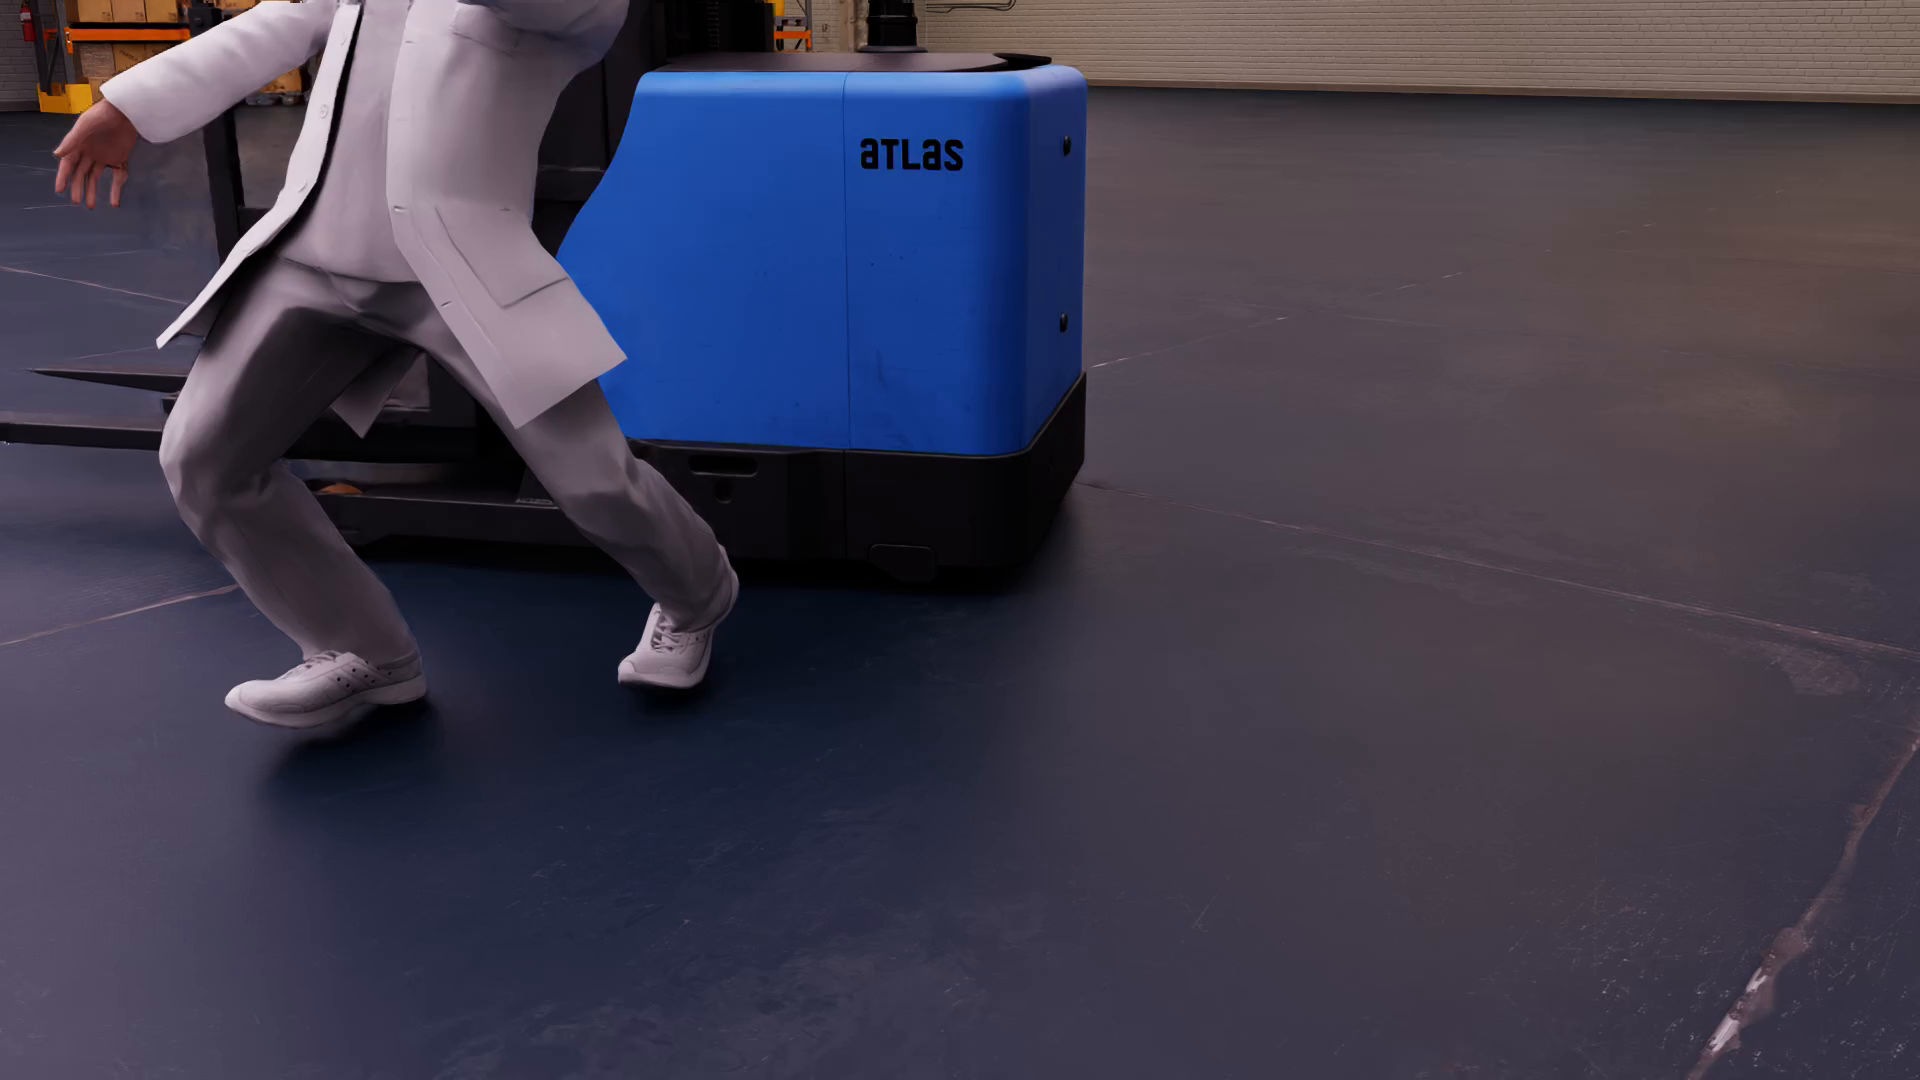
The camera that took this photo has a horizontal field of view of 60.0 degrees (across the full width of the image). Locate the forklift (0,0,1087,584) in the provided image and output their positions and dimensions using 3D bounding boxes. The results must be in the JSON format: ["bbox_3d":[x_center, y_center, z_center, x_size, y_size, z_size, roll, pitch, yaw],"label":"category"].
[{"bbox_3d":[-1.245,-1.509,3.866,3.031,2.935,1.130,4,17,11],"label":"forklift"}]

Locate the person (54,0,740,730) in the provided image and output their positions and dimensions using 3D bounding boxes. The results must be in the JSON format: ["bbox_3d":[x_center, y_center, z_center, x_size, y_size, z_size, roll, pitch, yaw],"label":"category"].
[{"bbox_3d":[-0.959,-0.443,2.690,0.990,1.546,0.886,4,17,14],"label":"person"}]
